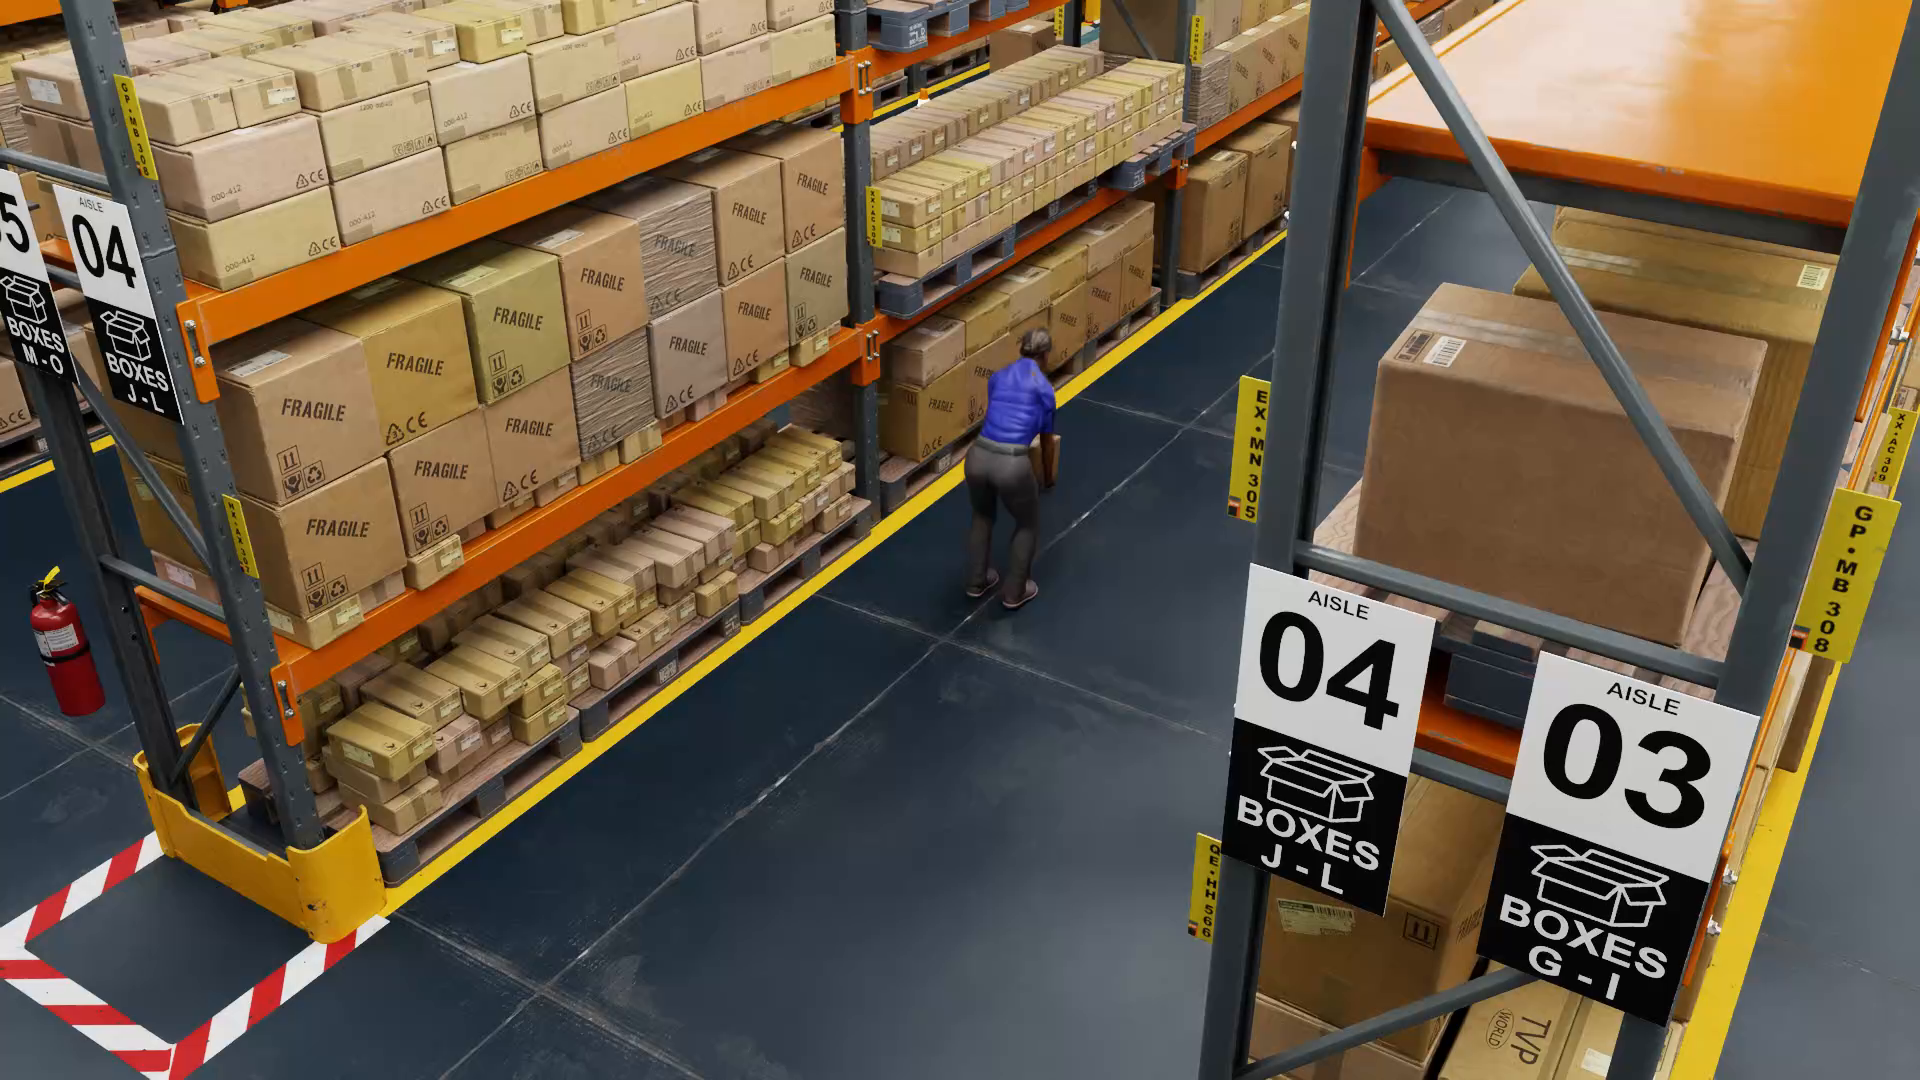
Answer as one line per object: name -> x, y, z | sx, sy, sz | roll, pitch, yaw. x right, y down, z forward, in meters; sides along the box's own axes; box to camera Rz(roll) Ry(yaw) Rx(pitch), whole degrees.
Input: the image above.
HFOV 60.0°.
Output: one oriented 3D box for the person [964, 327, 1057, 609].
person -> 0.299, -0.388, 9.059 | 0.411, 1.445, 0.709 | 16, 34, 24
